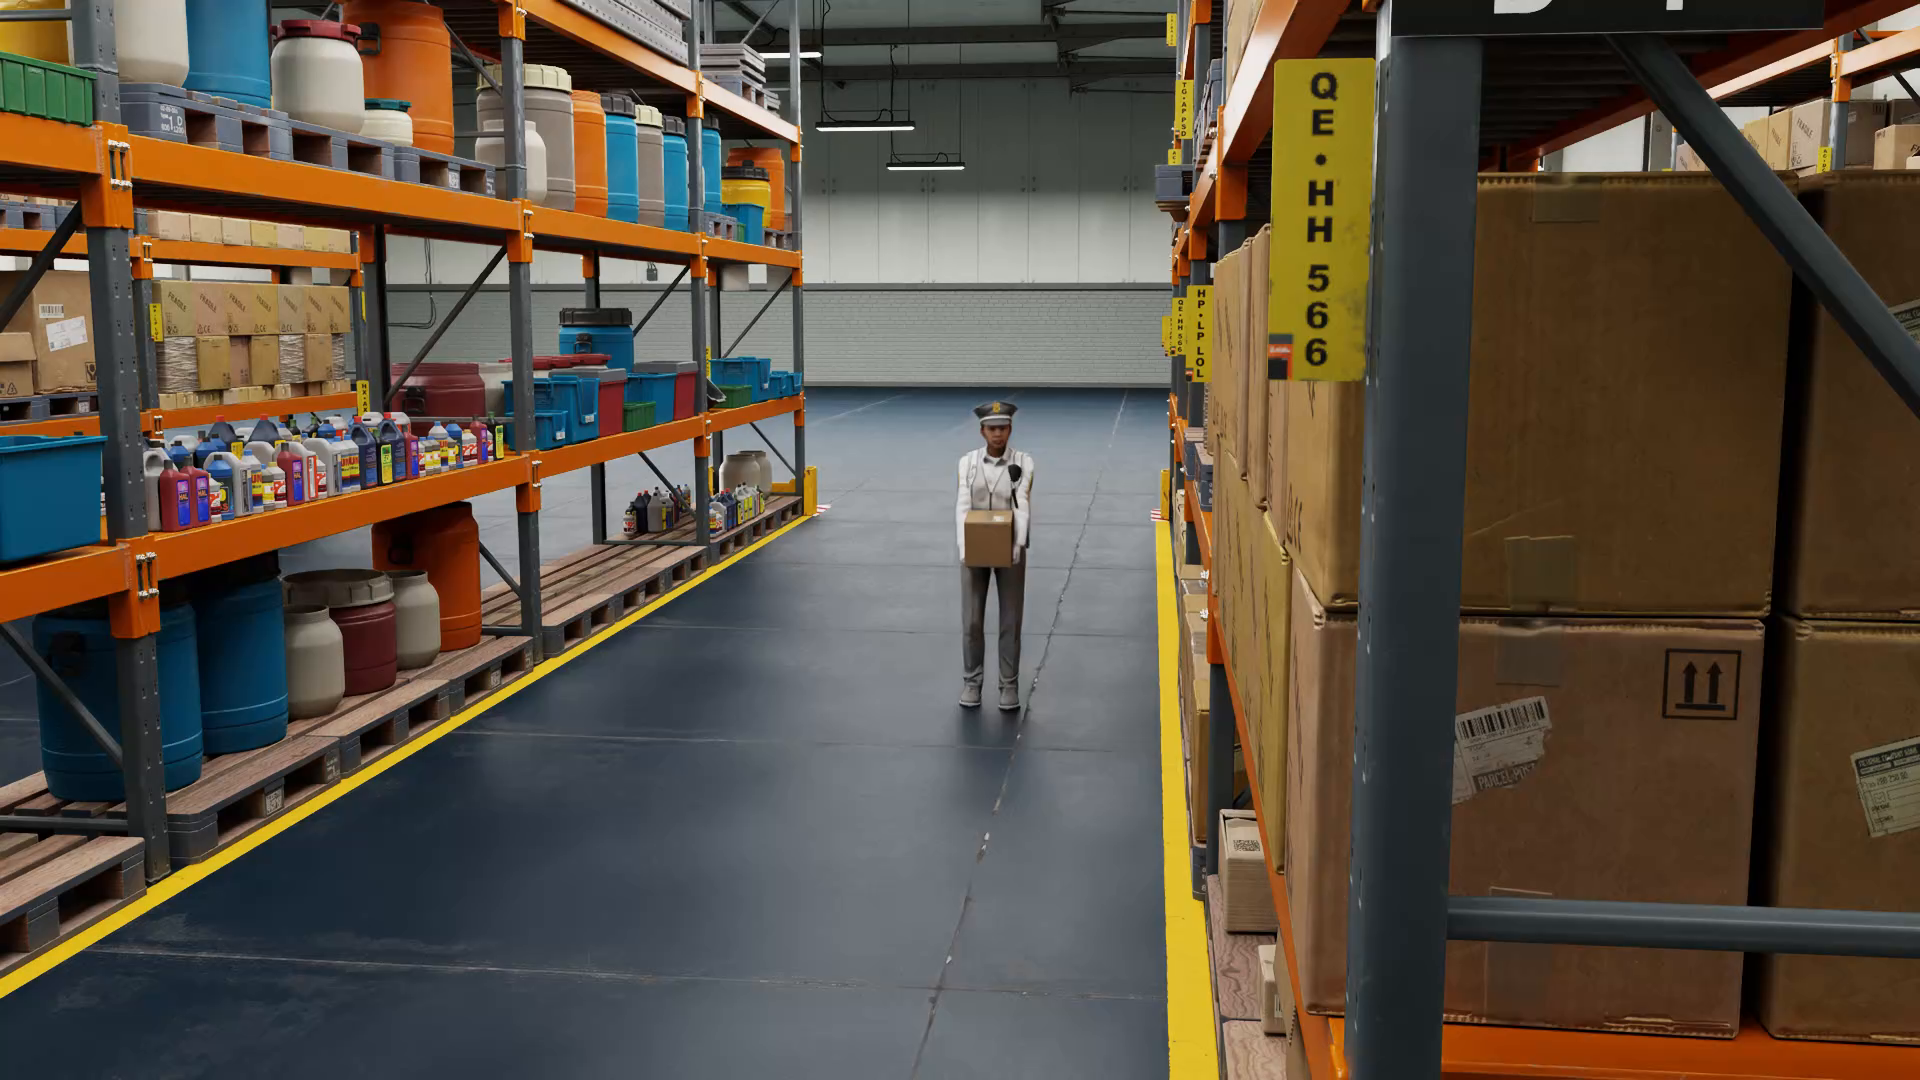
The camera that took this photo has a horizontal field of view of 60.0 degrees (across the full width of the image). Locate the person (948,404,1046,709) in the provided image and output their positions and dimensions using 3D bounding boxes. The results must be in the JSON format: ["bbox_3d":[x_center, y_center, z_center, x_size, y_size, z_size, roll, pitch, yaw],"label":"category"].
[{"bbox_3d":[0.205,0.083,9.179,0.536,1.662,0.415,0,8,3],"label":"person"}]
